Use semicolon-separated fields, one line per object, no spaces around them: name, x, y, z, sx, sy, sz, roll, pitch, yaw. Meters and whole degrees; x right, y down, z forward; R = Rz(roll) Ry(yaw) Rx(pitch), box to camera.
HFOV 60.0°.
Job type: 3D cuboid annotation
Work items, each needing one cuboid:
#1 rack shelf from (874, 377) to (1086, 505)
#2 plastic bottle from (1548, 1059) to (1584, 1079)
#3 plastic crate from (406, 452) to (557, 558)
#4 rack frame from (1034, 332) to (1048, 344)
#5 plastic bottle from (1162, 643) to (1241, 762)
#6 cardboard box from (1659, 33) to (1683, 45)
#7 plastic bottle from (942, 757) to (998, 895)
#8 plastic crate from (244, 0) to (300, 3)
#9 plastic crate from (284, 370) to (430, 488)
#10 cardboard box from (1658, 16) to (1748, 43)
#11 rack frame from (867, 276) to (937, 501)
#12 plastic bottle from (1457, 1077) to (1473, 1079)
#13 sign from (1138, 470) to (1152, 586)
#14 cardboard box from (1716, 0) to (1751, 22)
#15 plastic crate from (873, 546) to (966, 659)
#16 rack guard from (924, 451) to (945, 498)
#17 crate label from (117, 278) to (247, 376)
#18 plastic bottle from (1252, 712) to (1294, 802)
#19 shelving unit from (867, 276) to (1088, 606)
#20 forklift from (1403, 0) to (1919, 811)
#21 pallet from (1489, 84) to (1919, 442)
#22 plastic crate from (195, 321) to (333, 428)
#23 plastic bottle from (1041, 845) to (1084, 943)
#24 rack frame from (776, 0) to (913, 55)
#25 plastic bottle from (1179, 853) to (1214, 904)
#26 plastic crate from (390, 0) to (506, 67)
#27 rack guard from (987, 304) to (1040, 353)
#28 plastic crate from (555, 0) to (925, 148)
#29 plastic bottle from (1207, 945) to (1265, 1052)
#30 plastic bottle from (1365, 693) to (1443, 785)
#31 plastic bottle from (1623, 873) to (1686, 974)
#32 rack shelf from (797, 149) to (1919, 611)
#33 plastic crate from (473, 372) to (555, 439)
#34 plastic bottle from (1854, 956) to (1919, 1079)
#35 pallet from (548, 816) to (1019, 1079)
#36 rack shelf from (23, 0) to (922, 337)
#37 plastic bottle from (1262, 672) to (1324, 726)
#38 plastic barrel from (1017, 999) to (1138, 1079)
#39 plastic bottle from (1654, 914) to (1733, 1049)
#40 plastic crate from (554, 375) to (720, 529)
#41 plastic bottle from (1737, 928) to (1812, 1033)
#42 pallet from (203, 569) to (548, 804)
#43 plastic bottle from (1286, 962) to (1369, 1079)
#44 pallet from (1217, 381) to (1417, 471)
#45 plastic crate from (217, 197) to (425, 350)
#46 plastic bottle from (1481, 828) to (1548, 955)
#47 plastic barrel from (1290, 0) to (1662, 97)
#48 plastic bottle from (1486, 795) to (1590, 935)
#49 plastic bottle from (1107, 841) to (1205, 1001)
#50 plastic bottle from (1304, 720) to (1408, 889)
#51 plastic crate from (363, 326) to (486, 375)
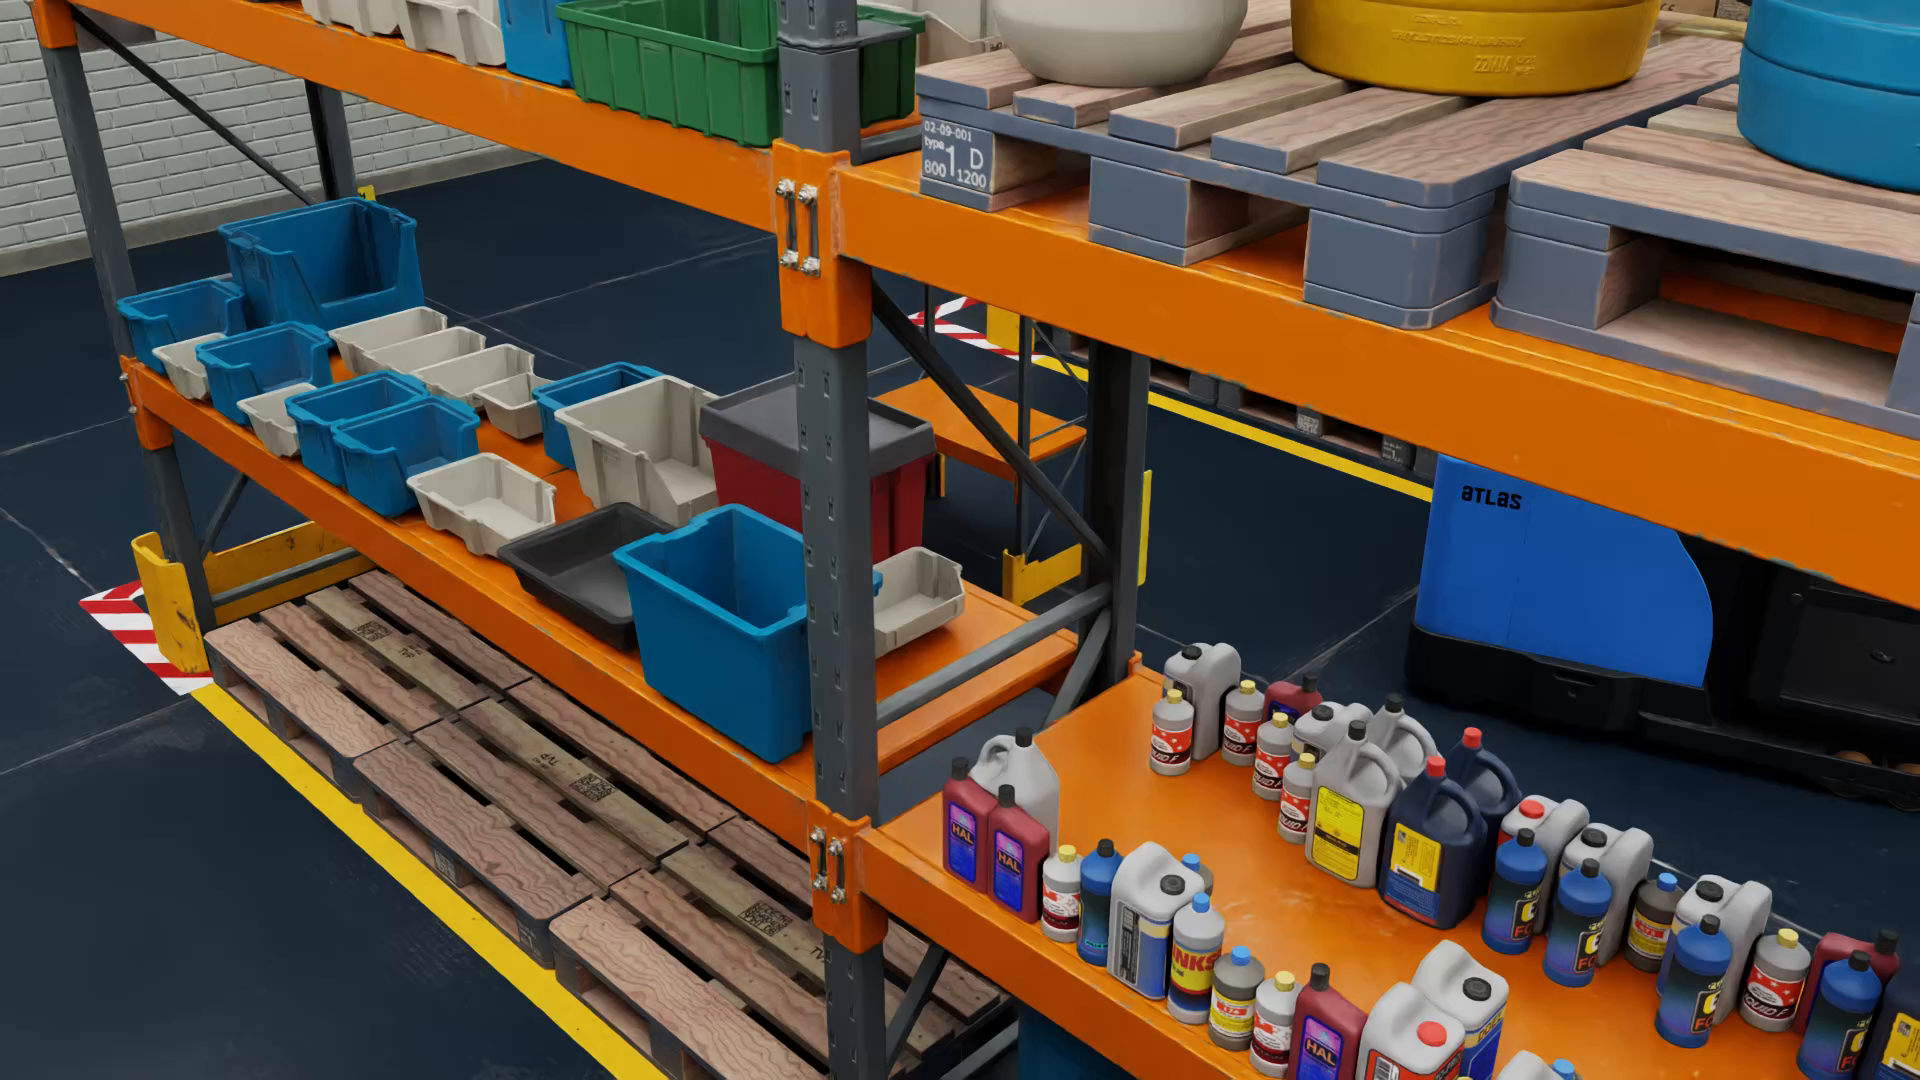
rack shelf;0.061;-0.477;7.432;1.000;0.185;0.538;25;36;38
plastic bottle;1.026;0.983;2.871;0.097;0.201;0.097;0;28;0
plastic crate;-1.389;-0.091;4.919;0.466;0.136;0.293;25;36;38
rack frame;0.684;-2.662;9.589;0.127;3.000;1.000;25;36;38
plastic bottle;0.571;0.363;3.969;0.135;0.276;0.152;25;36;38
cardboard box;3.021;-1.815;7.015;0.500;0.500;0.500;-24;36;-38
plastic bottle;0.026;0.600;3.511;0.133;0.283;0.061;25;36;38
plastic crate;-1.892;-1.729;4.658;0.767;0.338;0.504;25;36;38
plastic crate;-1.905;-0.351;5.310;0.300;0.233;0.416;25;36;38
cardboard box;3.374;-1.995;7.357;0.500;0.500;0.500;25;36;38
rack frame;-0.302;-0.802;7.663;0.032;1.500;0.500;25;36;38
plastic bottle;0.850;1.001;2.836;0.097;0.201;0.097;0;28;0
sign;0.450;-0.017;4.263;0.005;0.325;0.100;25;36;38
cardboard box;5.467;-3.718;11.171;0.500;0.500;0.500;23;36;37
plastic crate;-0.168;0.178;4.408;0.243;0.136;0.396;25;36;38
rack guard;-0.301;-0.248;7.954;0.087;0.250;0.587;25;36;38
crate label;-2.844;-0.781;6.127;0.303;0.233;0.416;25;36;38
plastic bottle;0.725;0.489;3.811;0.097;0.201;0.097;0;28;0
shelving unit;0.054;-0.639;7.354;1.083;1.500;0.587;25;36;38
forklift;3.322;-0.615;5.771;3.031;2.935;1.130;12;30;21
pallet;1.502;-0.365;2.200;1.213;0.211;1.003;25;36;38
plastic crate;-2.374;-0.566;5.719;0.300;0.233;0.416;25;36;38
plastic bottle;0.216;0.711;3.388;0.097;0.201;0.097;0;28;0
rack frame;0.063;-2.368;2.585;0.127;3.000;1.000;25;36;38
plastic bottle;0.461;0.724;3.363;0.097;0.201;0.097;0;28;0
plastic crate;-1.110;-1.213;3.893;0.466;0.136;0.293;25;36;38
rack guard;0.666;-1.563;10.186;0.348;0.500;1.175;25;36;38
plastic crate;-0.451;-0.985;3.404;0.662;0.188;0.450;25;36;38
plastic bottle;0.520;0.851;3.123;0.097;0.201;0.097;0;28;0
plastic bottle;0.948;0.500;3.629;0.185;0.351;0.144;25;36;38
plastic bottle;1.389;0.753;3.309;0.097;0.201;0.097;0;28;0
rack shelf;1.489;-0.070;2.209;4.000;0.370;1.077;25;36;38
plastic crate;-1.444;-0.449;5.601;0.250;0.136;0.298;25;36;38
plastic bottle;1.734;0.860;2.945;0.185;0.351;0.144;25;36;38
pallet;-0.488;1.294;5.062;1.213;0.211;1.003;25;36;38
rack shelf;-1.363;-1.375;4.692;4.000;0.370;1.077;25;36;38
plastic bottle;0.768;0.420;3.853;0.133;0.283;0.061;25;36;38
plastic barrel;0.439;1.213;4.023;0.708;0.901;0.600;25;36;38
plastic bottle;1.378;0.816;3.113;0.097;0.271;0.097;0;28;0
plastic crate;-0.896;-0.246;5.059;0.530;0.282;0.437;25;36;38
plastic bottle;1.554;0.828;3.165;0.097;0.201;0.097;0;28;0
pallet;-2.228;0.498;6.576;1.213;0.211;1.003;25;36;38
plastic bottle;0.659;0.890;2.960;0.133;0.283;0.061;25;36;38
pallet;2.174;-0.795;9.035;1.213;0.211;1.003;25;36;38
plastic crate;-2.419;-1.013;6.351;0.499;0.435;0.616;25;36;38
plastic bottle;1.117;0.697;3.341;0.097;0.271;0.097;0;28;0
plastic barrel;0.856;-1.079;2.703;0.600;0.588;0.600;0;28;0
plastic bottle;1.191;0.647;3.430;0.135;0.276;0.152;25;36;38
plastic bottle;0.387;0.739;3.255;0.135;0.276;0.152;25;36;38
plastic bottle;0.847;0.548;3.538;0.185;0.351;0.144;25;36;38
plastic crate;-1.884;-0.623;5.930;0.243;0.136;0.396;25;36;38
